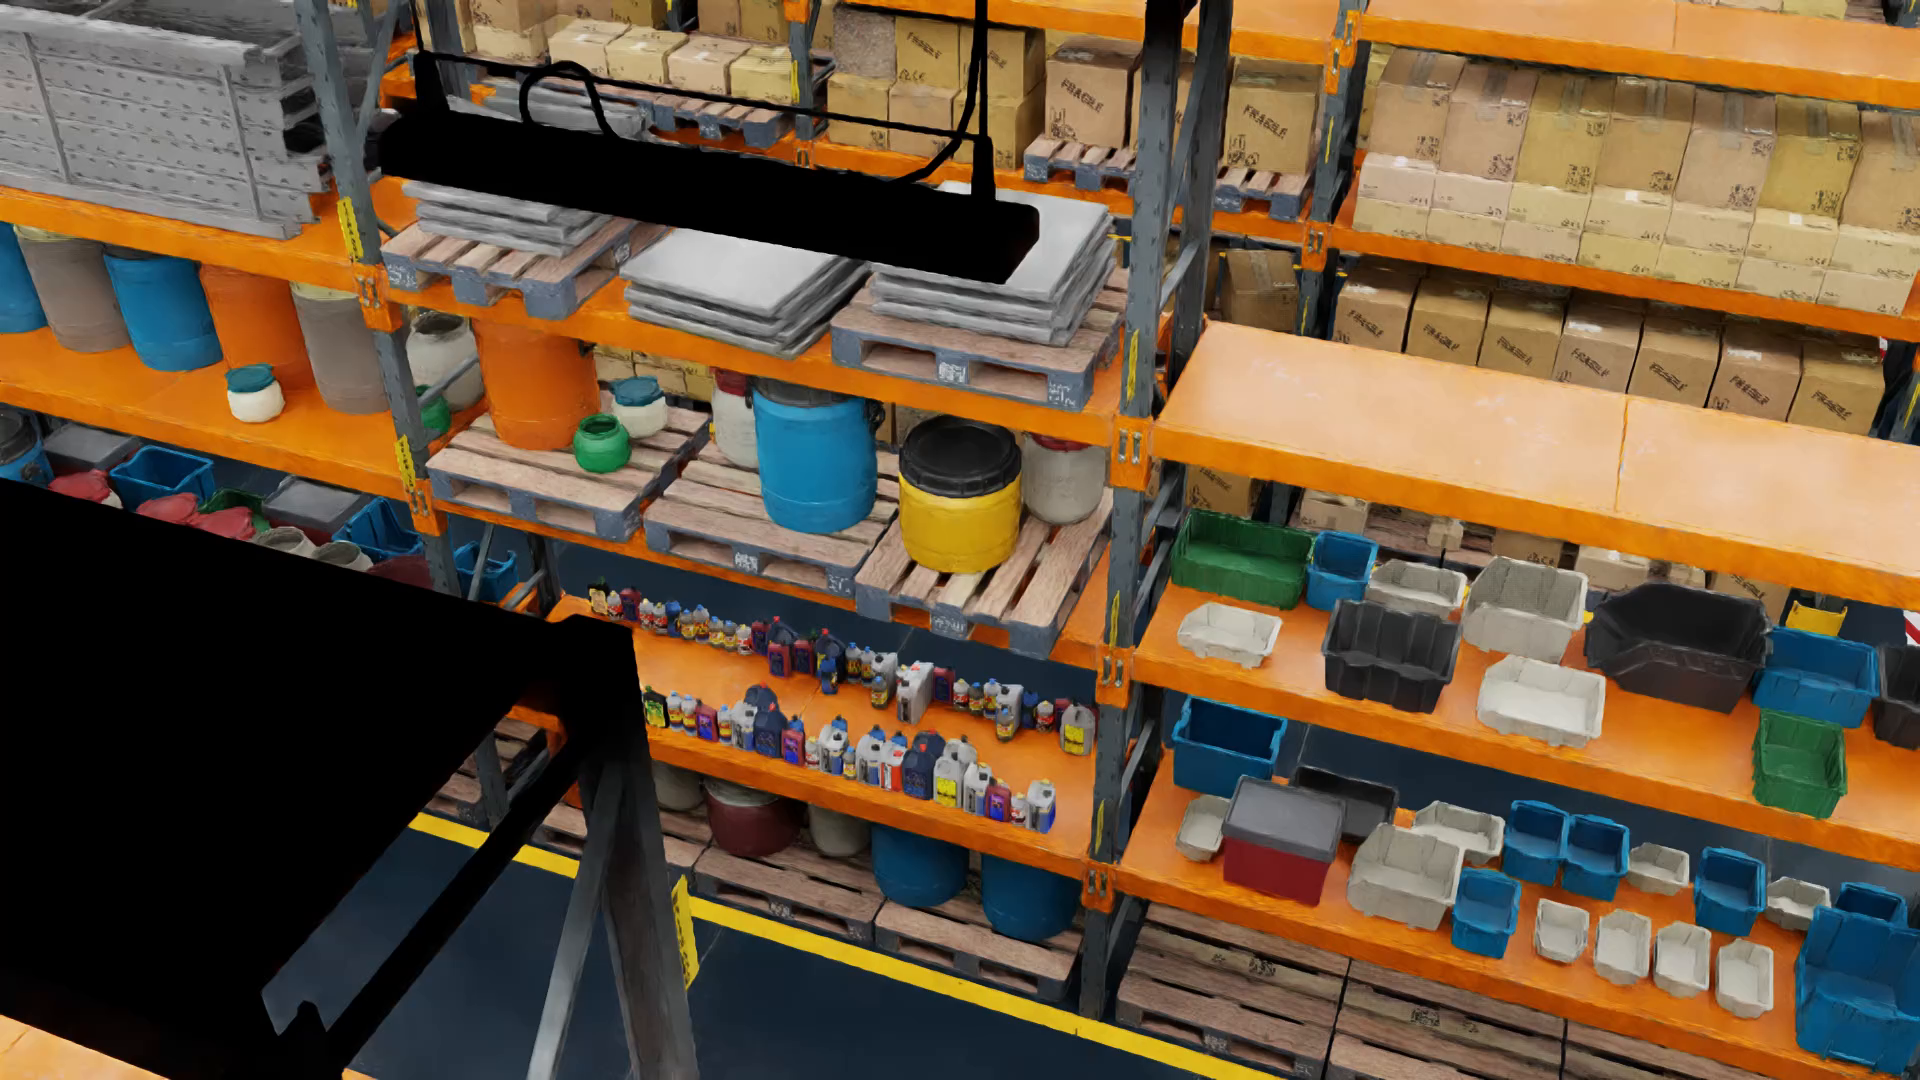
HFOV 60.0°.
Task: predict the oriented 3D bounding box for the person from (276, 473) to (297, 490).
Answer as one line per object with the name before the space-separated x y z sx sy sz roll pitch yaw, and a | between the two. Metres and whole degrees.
person | -4.704 -0.057 12.163 0.967 1.536 0.406 19 41 24
